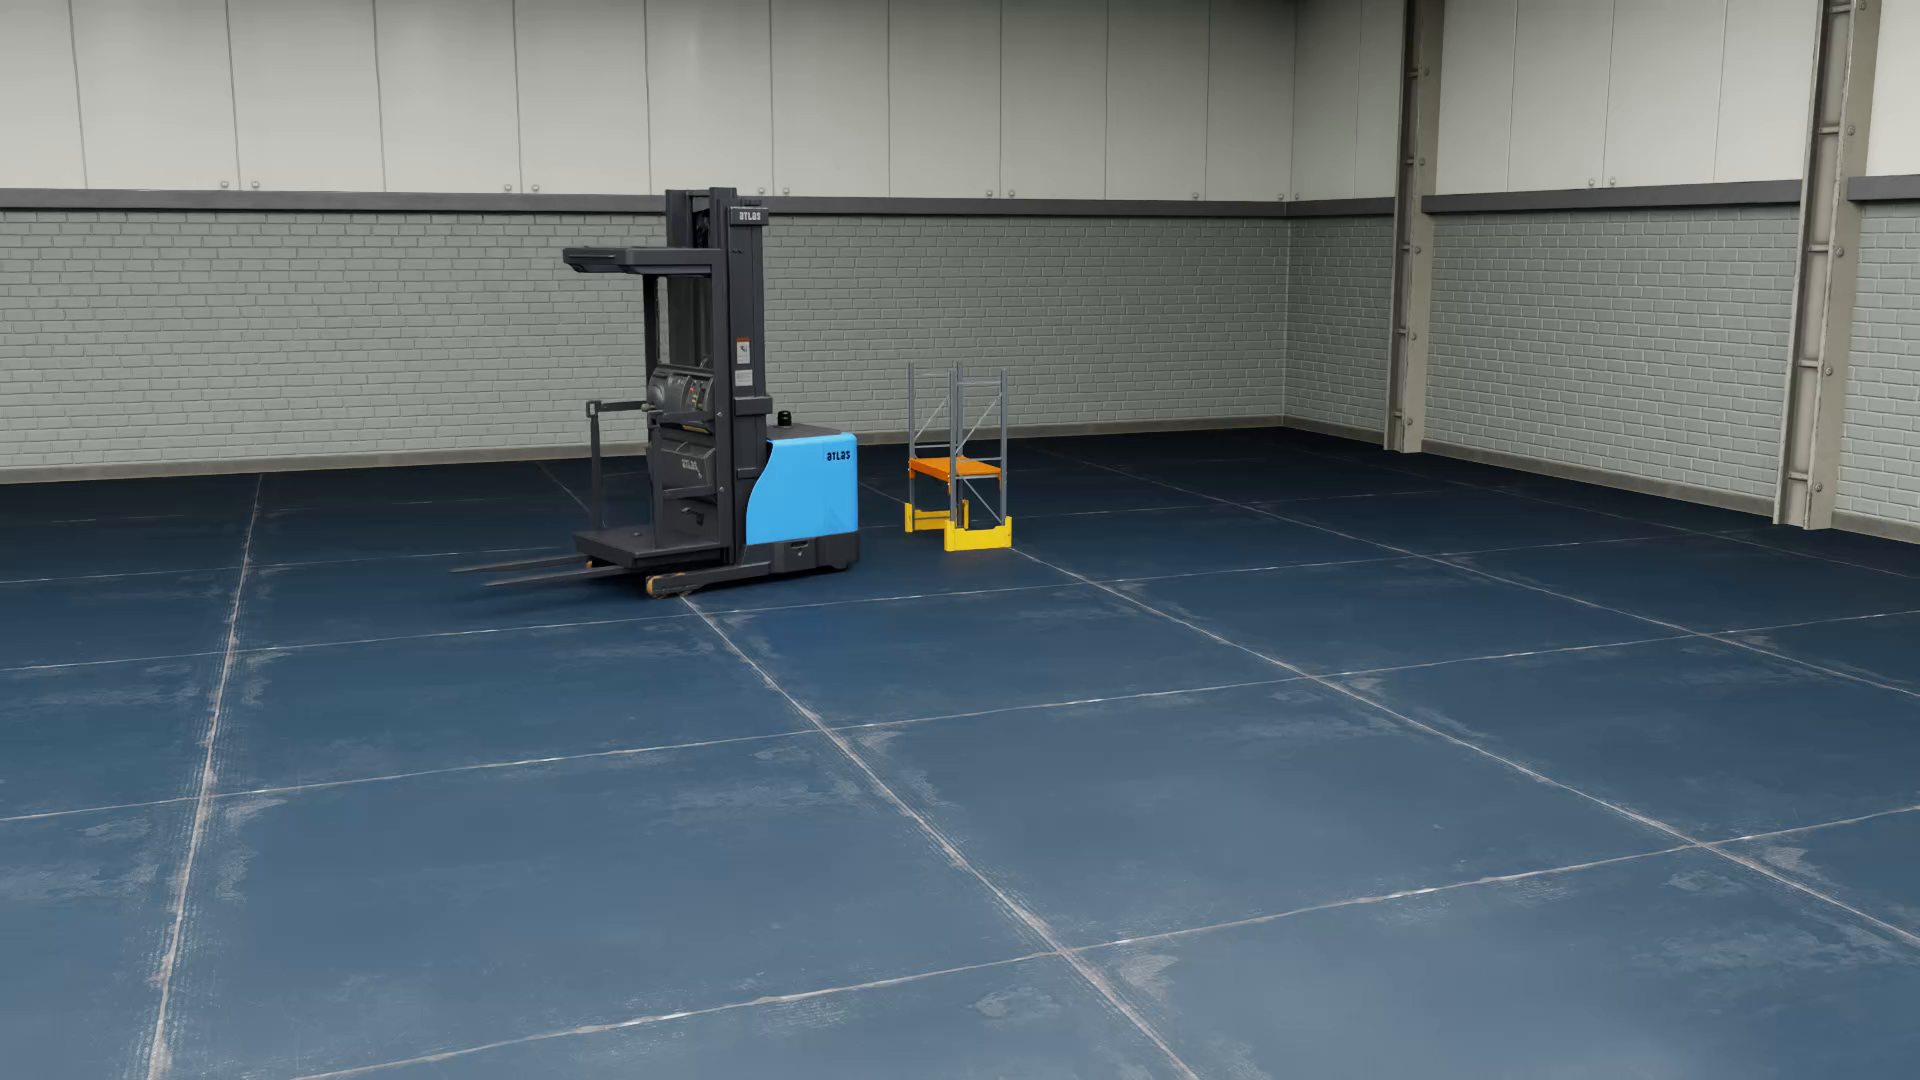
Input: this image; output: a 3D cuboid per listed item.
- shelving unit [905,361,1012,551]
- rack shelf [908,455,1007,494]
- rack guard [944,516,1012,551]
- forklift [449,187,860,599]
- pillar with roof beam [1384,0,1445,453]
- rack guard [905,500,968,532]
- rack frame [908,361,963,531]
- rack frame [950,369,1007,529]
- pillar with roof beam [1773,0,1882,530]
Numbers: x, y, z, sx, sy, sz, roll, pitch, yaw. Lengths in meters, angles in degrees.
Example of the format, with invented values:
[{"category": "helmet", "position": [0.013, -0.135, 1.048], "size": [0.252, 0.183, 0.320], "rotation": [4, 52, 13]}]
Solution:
[{"category": "shelving unit", "position": [-0.028, -0.751, 14.359], "size": [0.587, 1.500, 1.083], "rotation": [-4, 11, -21]}, {"category": "rack shelf", "position": [-0.031, -0.575, 14.399], "size": [0.538, 0.185, 1.000], "rotation": [-4, 11, -21]}, {"category": "rack guard", "position": [0.153, -0.054, 14.011], "size": [0.587, 0.250, 0.087], "rotation": [-4, 11, -21]}, {"category": "forklift", "position": [-2.264, -1.122, 12.357], "size": [3.031, 2.935, 1.130], "rotation": [-8, 13, -37]}, {"category": "pillar with roof beam", "position": [1.498, -5.269, 18.349], "size": [9.100, 9.000, 0.400], "rotation": [-4, 11, -21]}, {"category": "rack guard", "position": [-0.208, -0.217, 14.925], "size": [0.587, 0.250, 0.087], "rotation": [-4, 11, -21]}, {"category": "rack frame", "position": [-0.215, -0.835, 14.834], "size": [0.500, 1.500, 0.032], "rotation": [-4, 11, -21]}, {"category": "rack frame", "position": [0.153, -0.669, 13.901], "size": [0.500, 1.500, 0.032], "rotation": [-4, 11, -21]}, {"category": "pillar with roof beam", "position": [3.672, -4.290, 12.843], "size": [9.100, 9.000, 0.400], "rotation": [-4, 11, -21]}]
